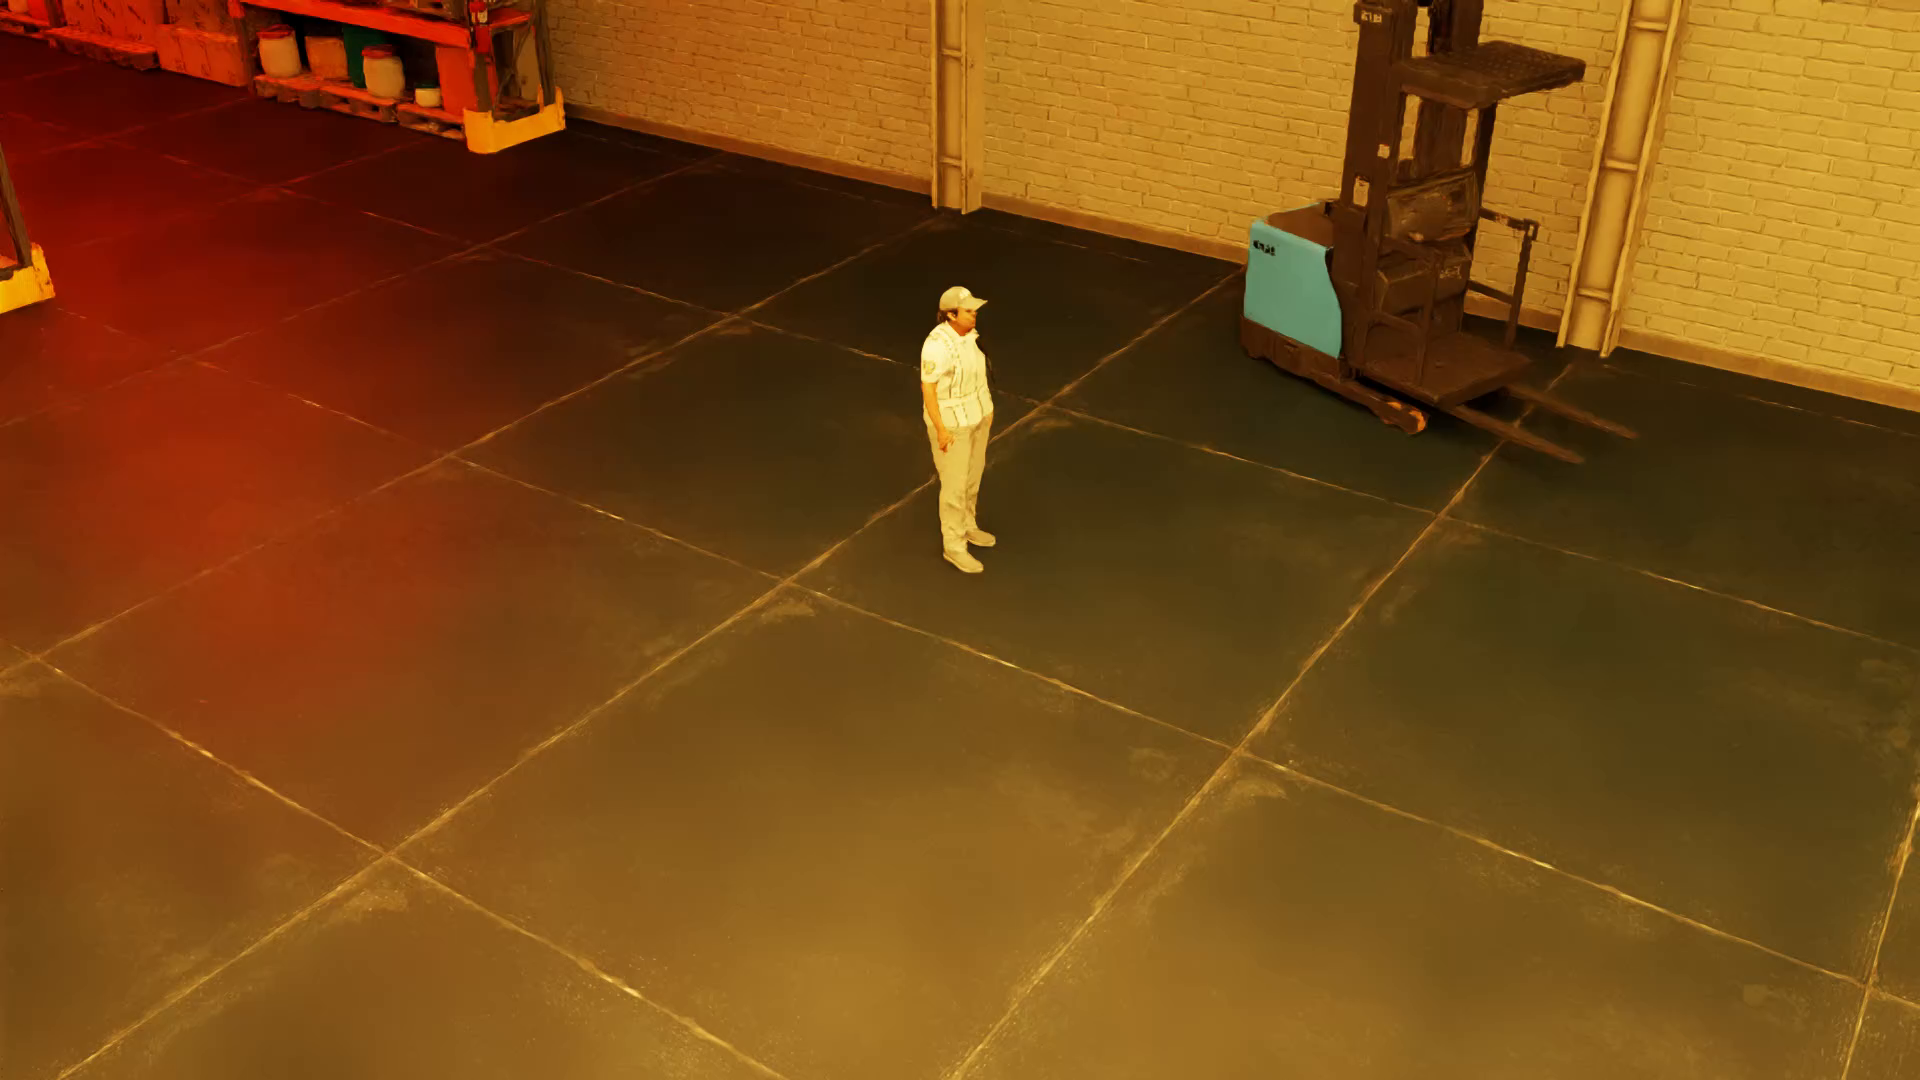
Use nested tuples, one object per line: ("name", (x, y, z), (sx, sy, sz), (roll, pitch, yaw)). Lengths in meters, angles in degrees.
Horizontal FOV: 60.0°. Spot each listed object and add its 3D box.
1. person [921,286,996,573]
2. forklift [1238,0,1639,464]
("person", (0.051, -0.696, 10.025), (0.529, 1.669, 0.598), (19, 35, 29))
("forklift", (3.446, -2.294, 11.531), (1.130, 2.935, 3.031), (-20, 36, -31))
